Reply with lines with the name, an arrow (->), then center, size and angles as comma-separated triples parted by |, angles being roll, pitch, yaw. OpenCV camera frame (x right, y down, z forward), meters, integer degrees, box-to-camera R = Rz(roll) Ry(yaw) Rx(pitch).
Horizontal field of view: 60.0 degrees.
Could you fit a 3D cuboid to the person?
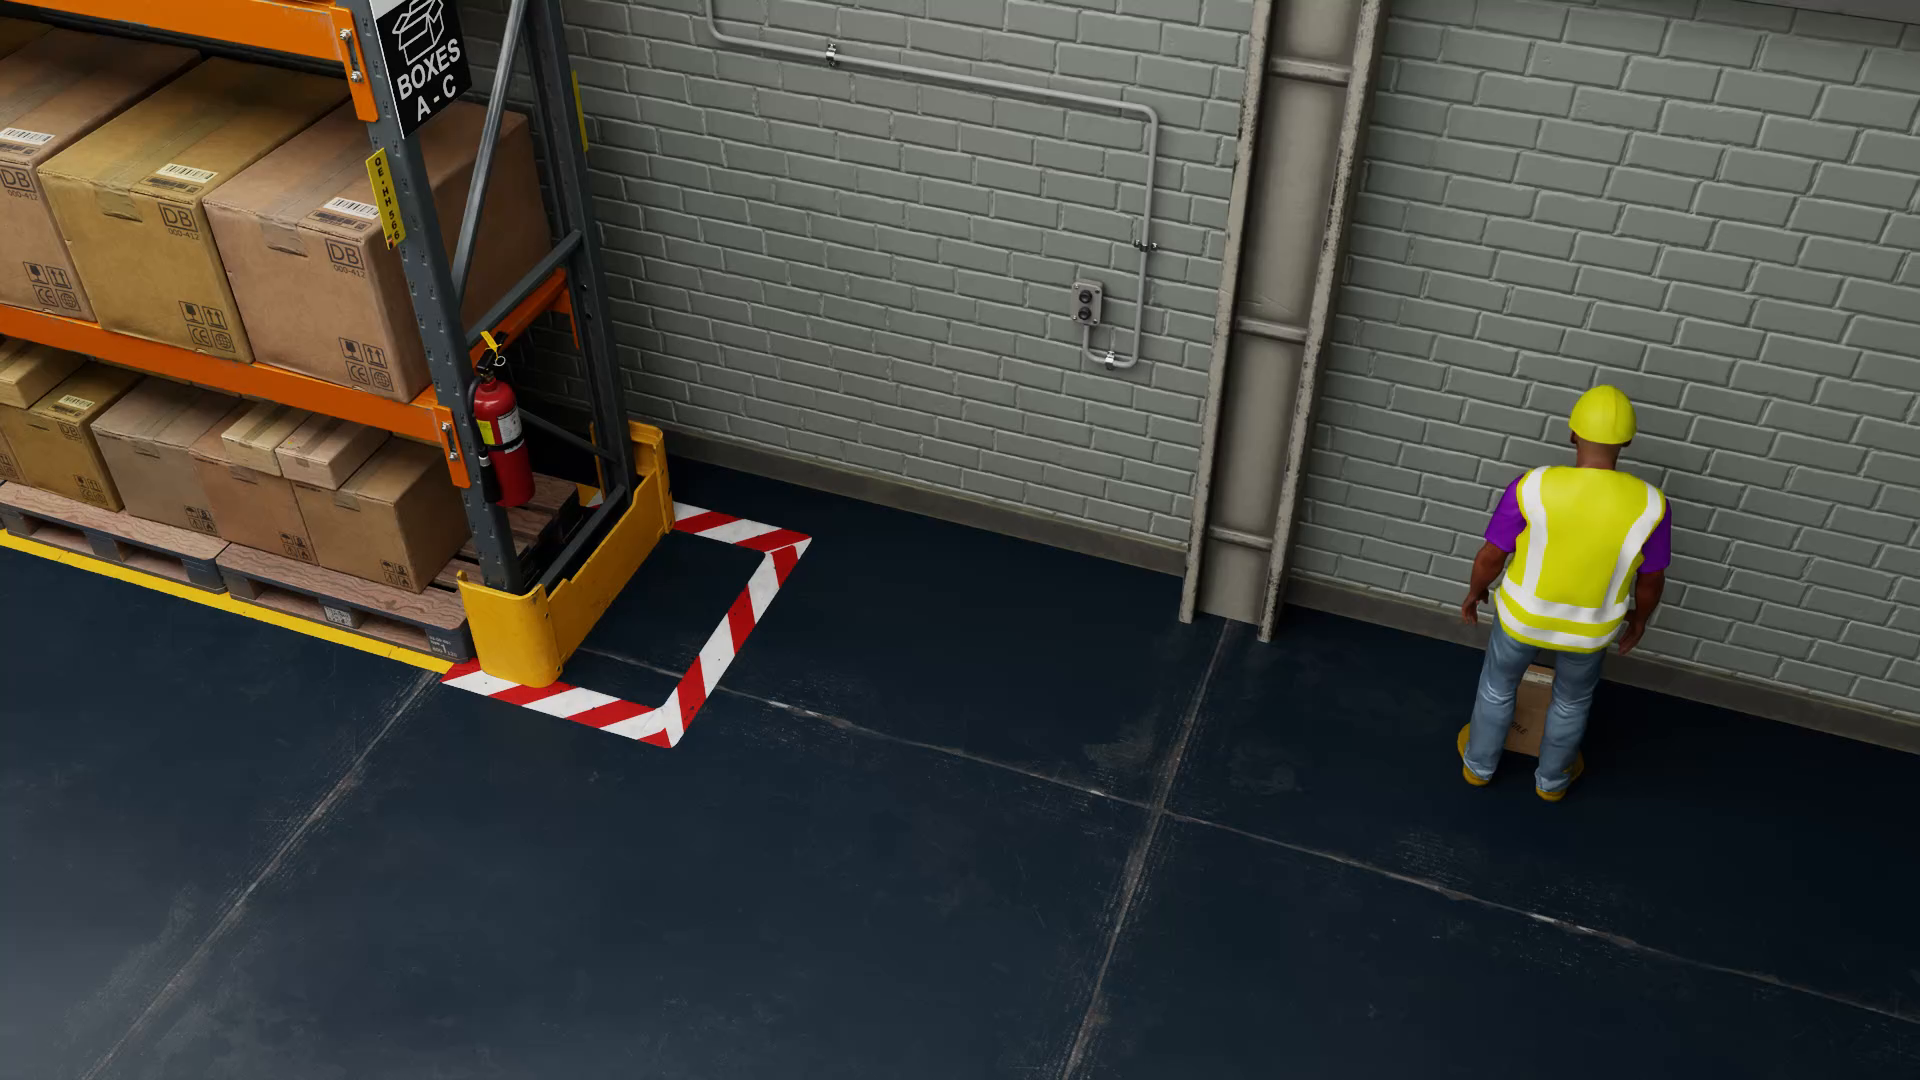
person -> 2.111, 0.229, 5.885 | 0.630, 1.759, 0.460 | 11, 42, 12
